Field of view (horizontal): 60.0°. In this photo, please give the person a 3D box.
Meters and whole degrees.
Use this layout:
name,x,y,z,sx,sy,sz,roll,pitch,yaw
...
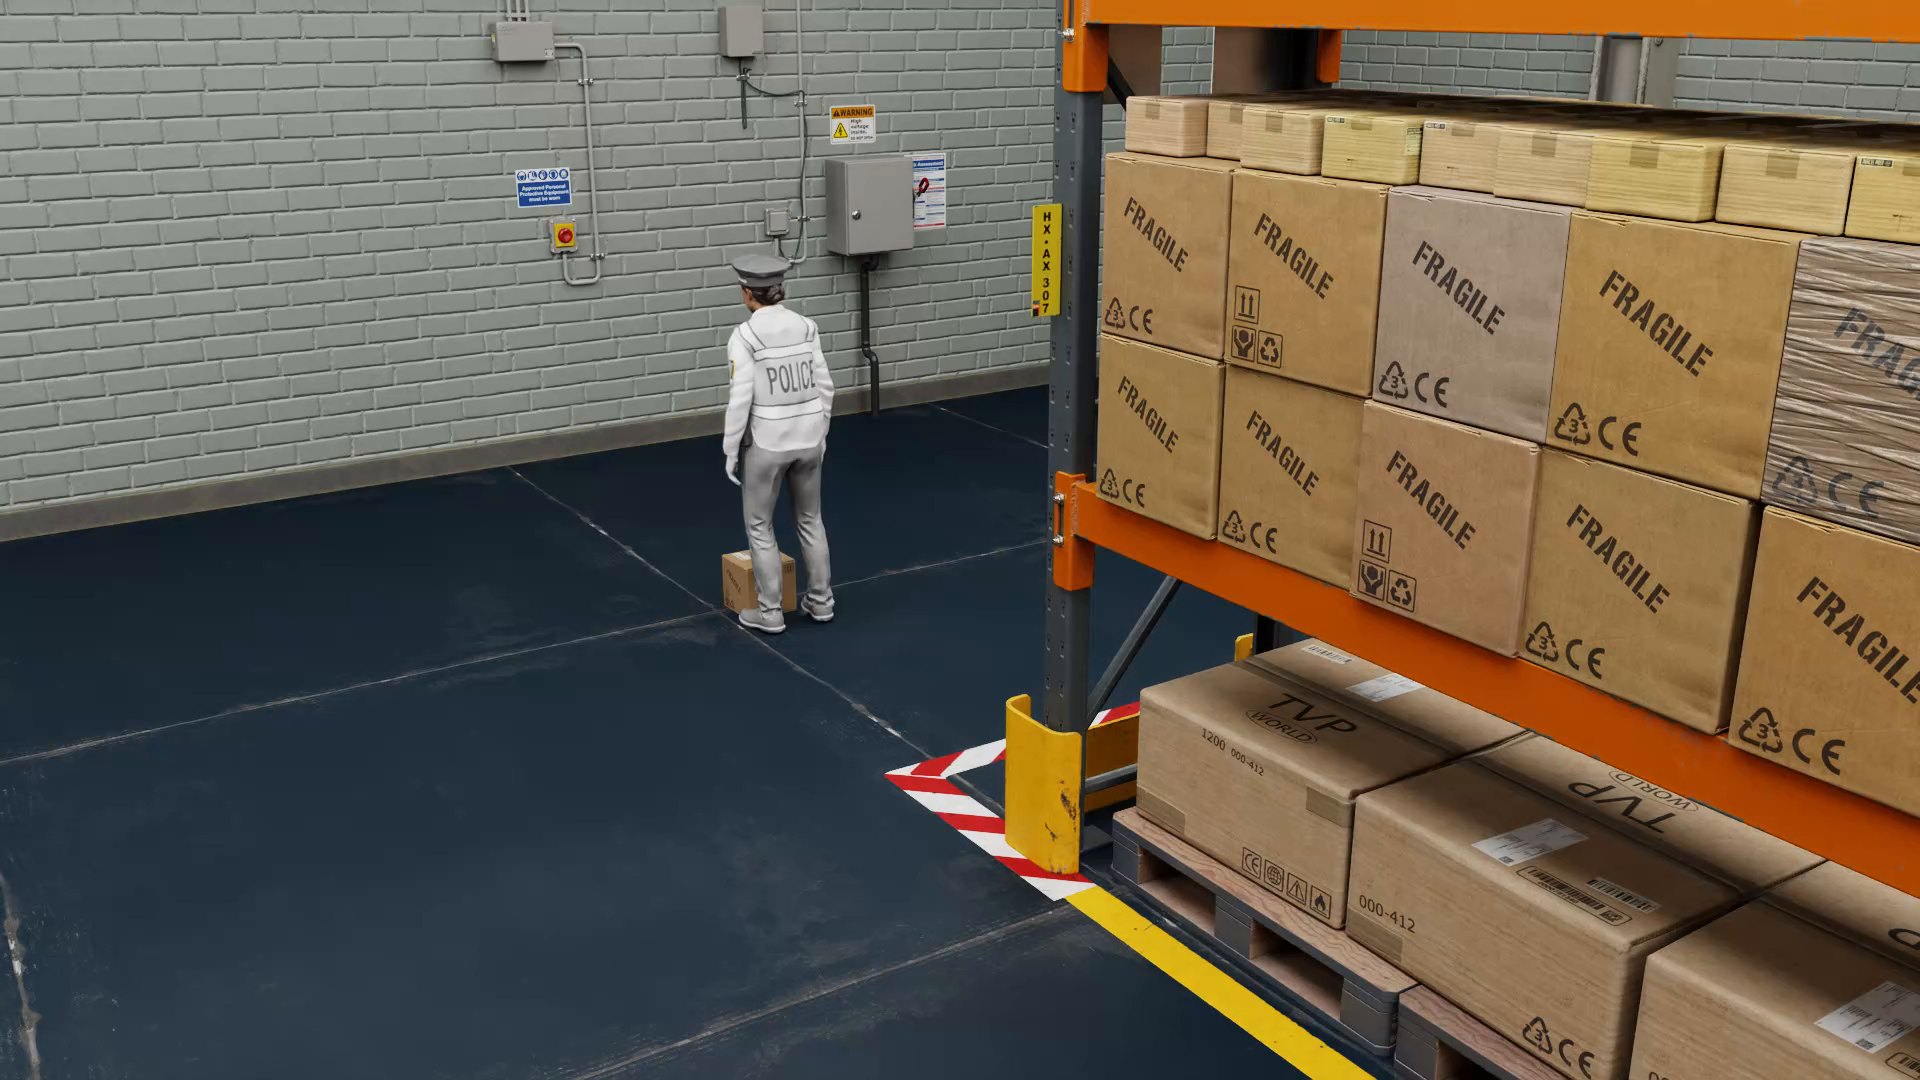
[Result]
name,x,y,z,sx,sy,sz,roll,pitch,yaw
person,-0.796,-0.409,7.296,0.543,1.662,0.376,-13,22,-35
